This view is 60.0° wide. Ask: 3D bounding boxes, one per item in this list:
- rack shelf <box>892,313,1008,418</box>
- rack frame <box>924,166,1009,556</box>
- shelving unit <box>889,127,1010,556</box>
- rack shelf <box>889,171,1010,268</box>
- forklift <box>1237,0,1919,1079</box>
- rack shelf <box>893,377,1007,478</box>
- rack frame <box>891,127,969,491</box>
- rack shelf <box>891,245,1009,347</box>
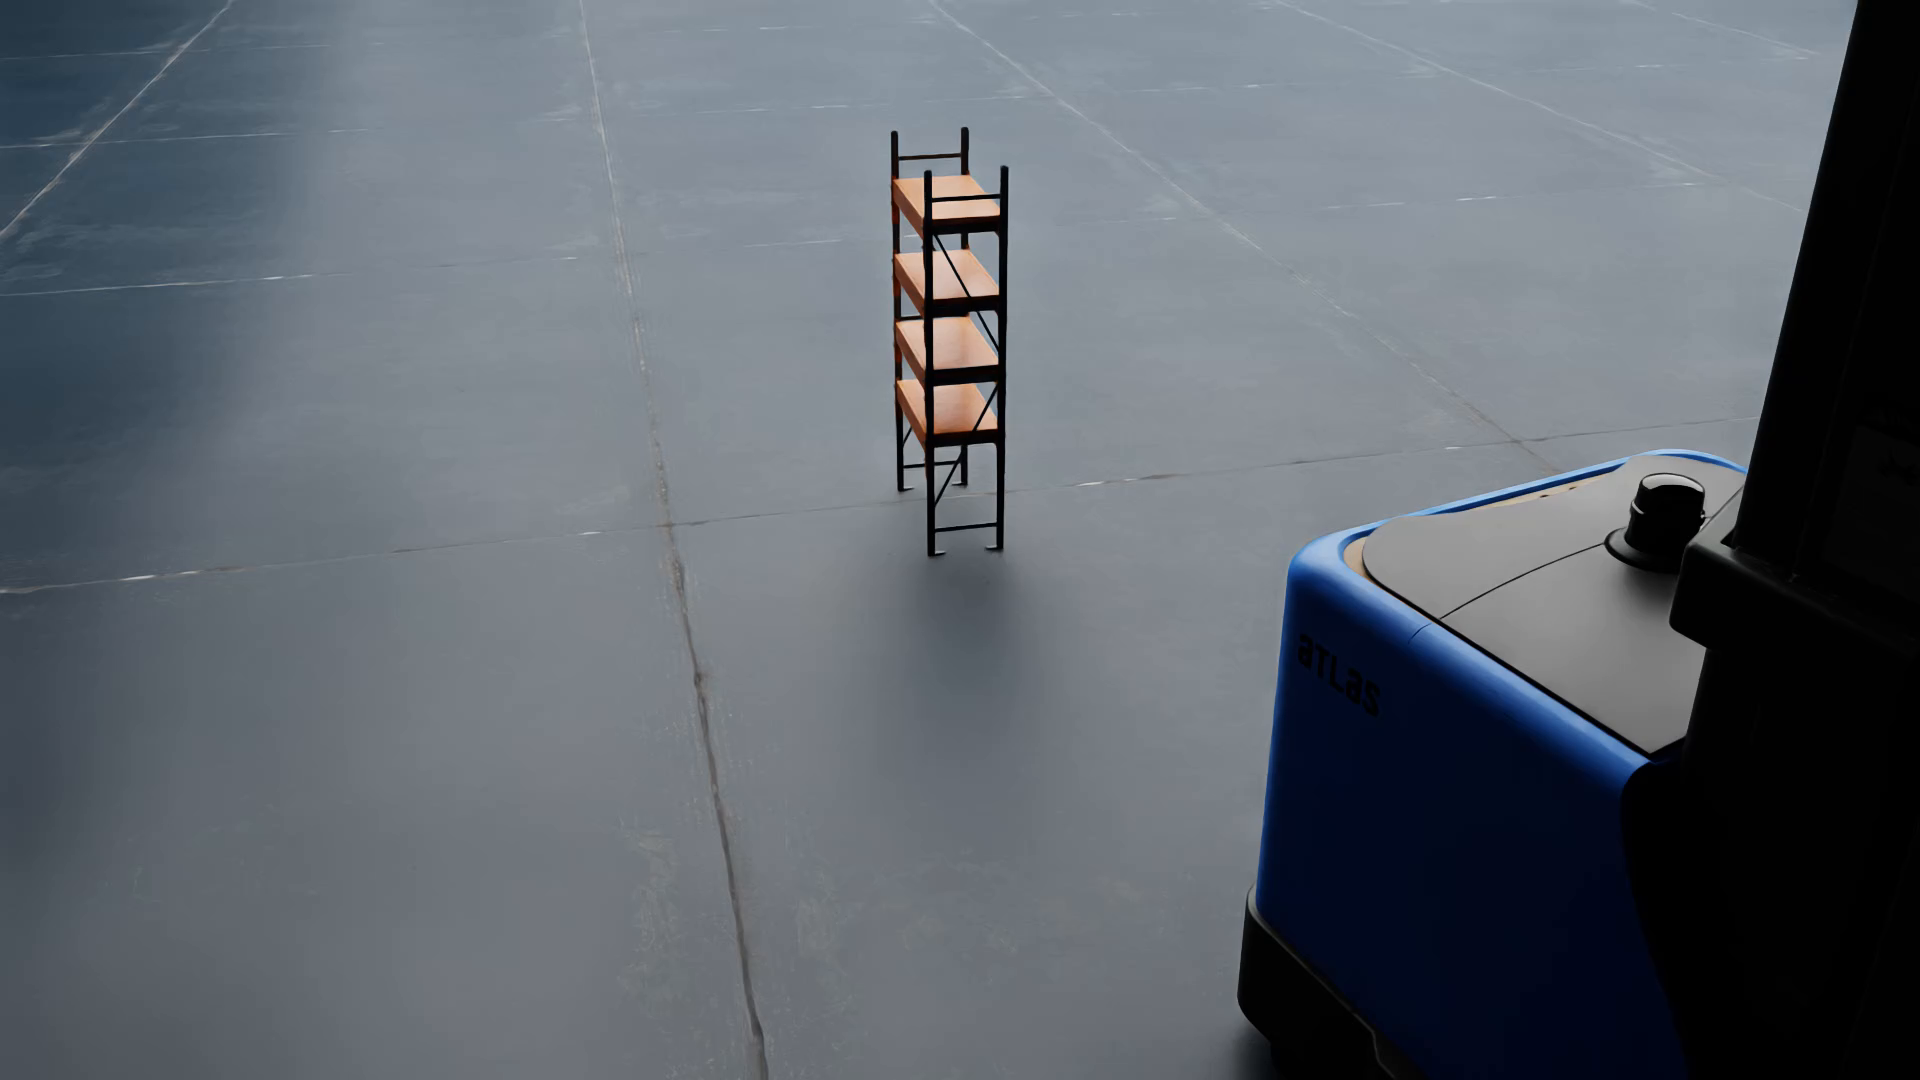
[{"bbox_3d":[-0.037,-0.548,5.154,0.258,0.148,0.480,-6,27,-12],"label":"rack shelf"},{"bbox_3d":[0.018,-0.501,4.911,0.240,1.200,0.015,-6,27,-12],"label":"rack frame"},{"bbox_3d":[-0.037,-0.608,5.124,0.258,1.200,0.503,-6,27,-12],"label":"shelving unit"},{"bbox_3d":[-0.037,-0.959,4.947,0.258,0.148,0.480,-6,27,-12],"label":"rack shelf"},{"bbox_3d":[1.675,0.143,1.714,1.130,2.935,3.031,-13,30,-24],"label":"forklift"},{"bbox_3d":[-0.037,-0.371,5.243,0.258,0.148,0.480,-6,27,-12],"label":"rack shelf"},{"bbox_3d":[-0.092,-0.715,5.336,0.240,1.200,0.015,-6,27,-12],"label":"rack frame"},{"bbox_3d":[-0.037,-0.748,5.053,0.258,0.148,0.480,-6,27,-12],"label":"rack shelf"}]
